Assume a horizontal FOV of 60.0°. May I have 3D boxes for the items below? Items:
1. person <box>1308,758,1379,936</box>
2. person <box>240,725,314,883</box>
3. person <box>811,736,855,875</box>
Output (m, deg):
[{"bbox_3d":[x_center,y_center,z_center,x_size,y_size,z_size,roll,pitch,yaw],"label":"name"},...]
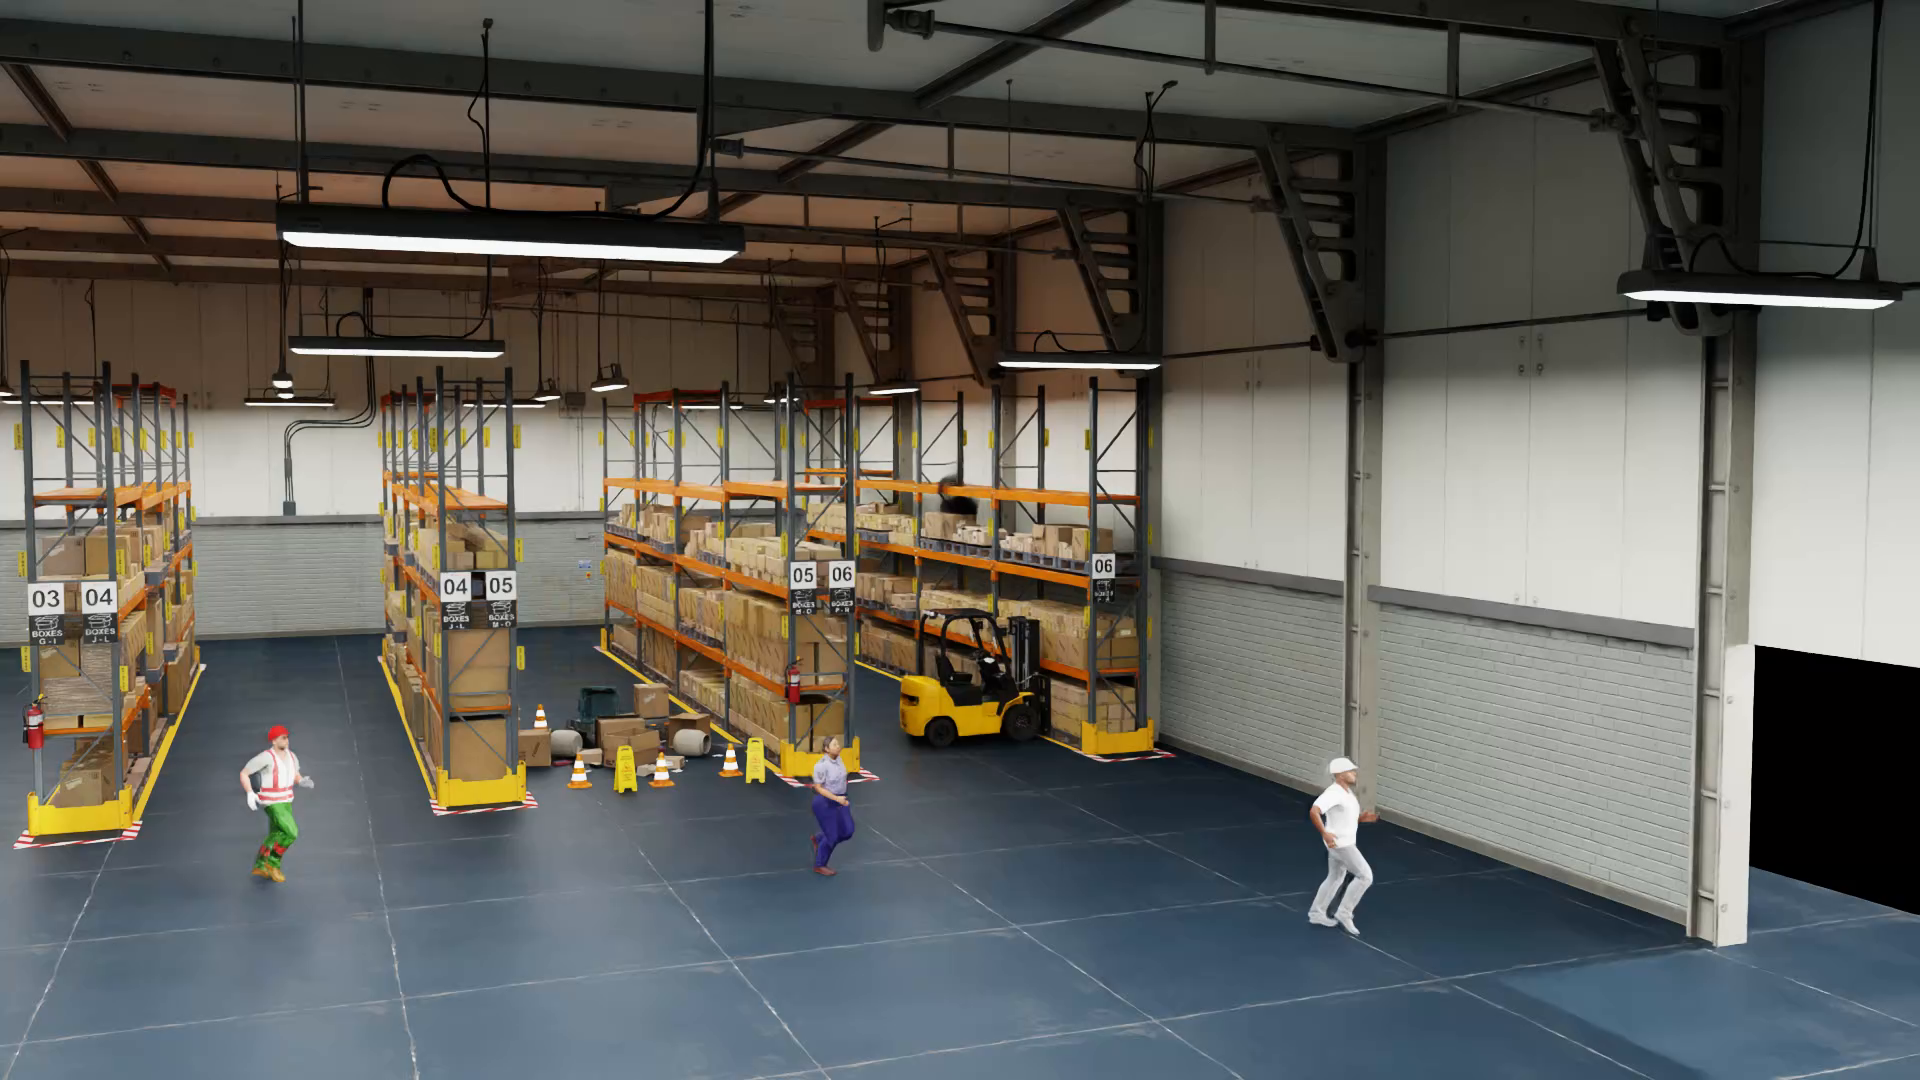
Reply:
[{"bbox_3d":[3.899,3.103,16.905,0.692,1.785,0.685,1,4,14],"label":"person"},{"bbox_3d":[-7.689,2.979,18.788,0.785,1.777,0.649,1,4,14],"label":"person"},{"bbox_3d":[-1.480,3.056,19.201,0.596,1.608,0.624,2,4,29],"label":"person"}]
